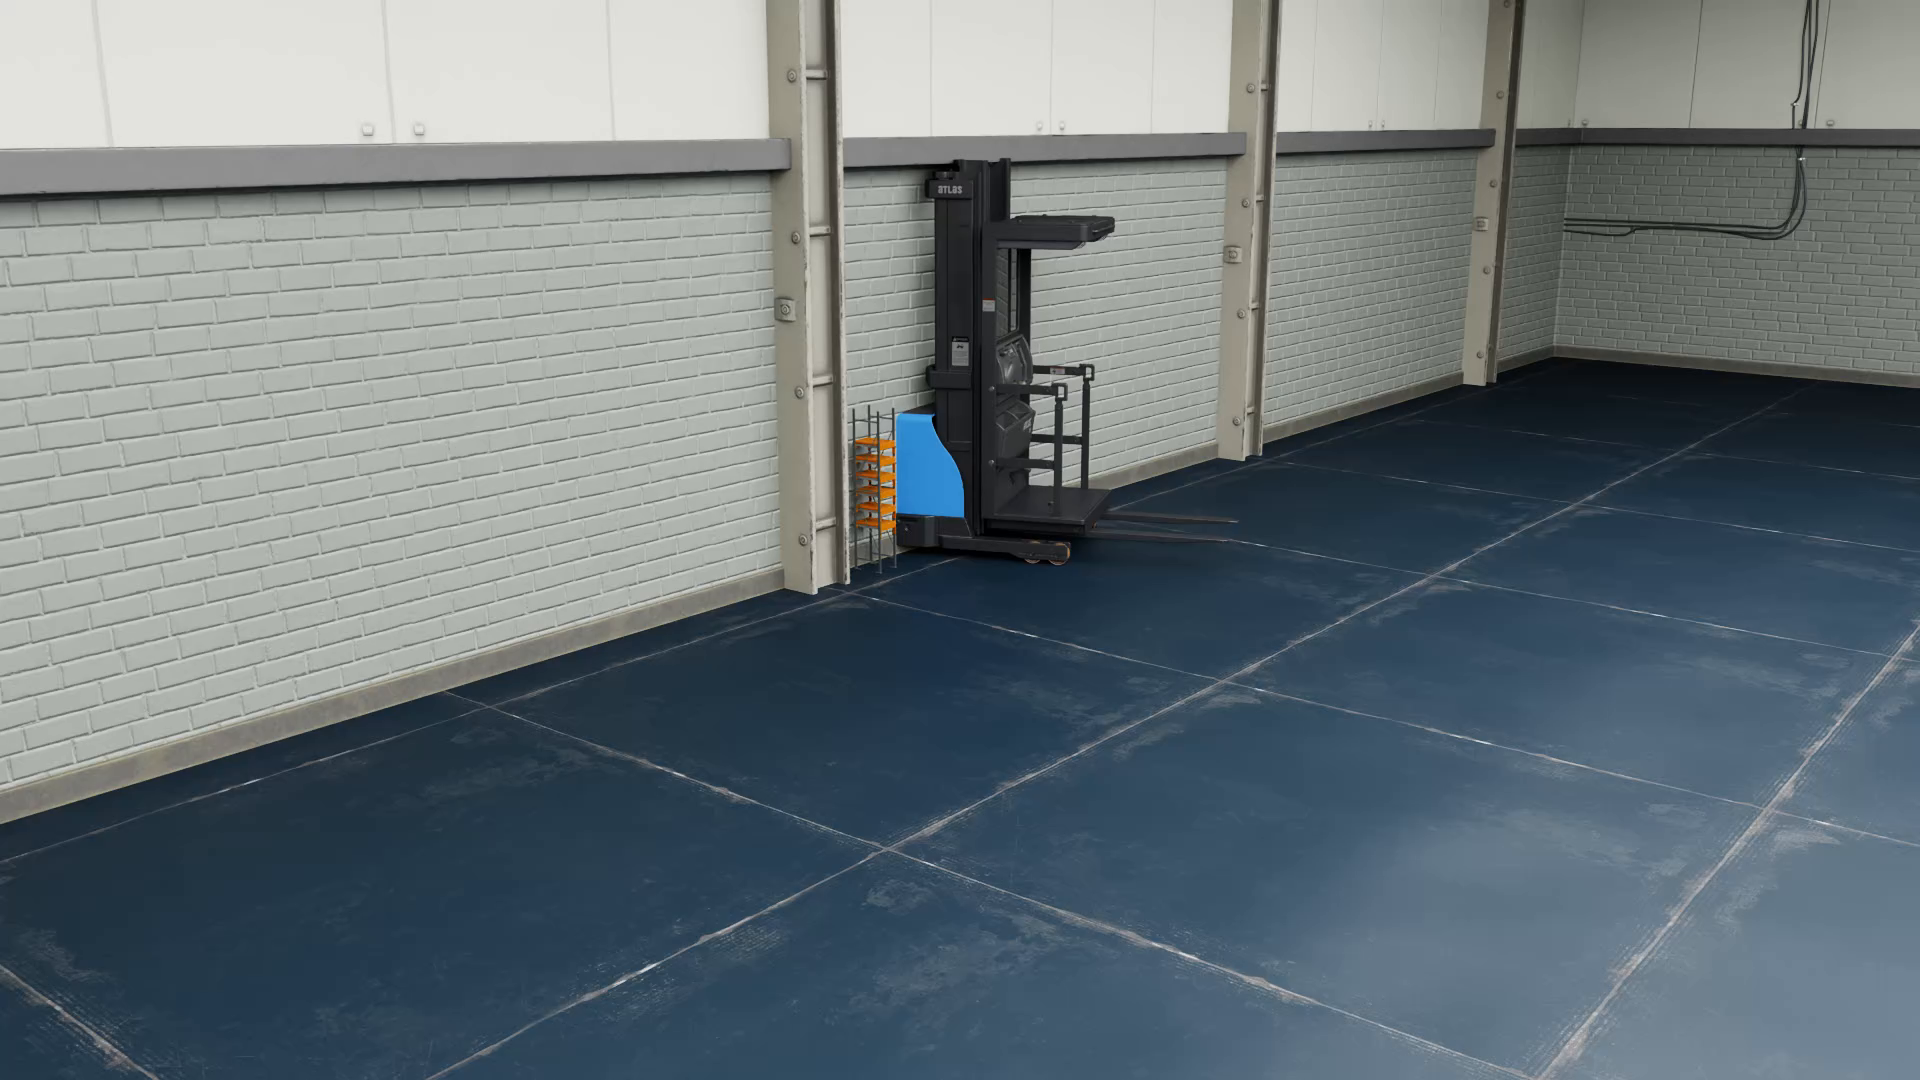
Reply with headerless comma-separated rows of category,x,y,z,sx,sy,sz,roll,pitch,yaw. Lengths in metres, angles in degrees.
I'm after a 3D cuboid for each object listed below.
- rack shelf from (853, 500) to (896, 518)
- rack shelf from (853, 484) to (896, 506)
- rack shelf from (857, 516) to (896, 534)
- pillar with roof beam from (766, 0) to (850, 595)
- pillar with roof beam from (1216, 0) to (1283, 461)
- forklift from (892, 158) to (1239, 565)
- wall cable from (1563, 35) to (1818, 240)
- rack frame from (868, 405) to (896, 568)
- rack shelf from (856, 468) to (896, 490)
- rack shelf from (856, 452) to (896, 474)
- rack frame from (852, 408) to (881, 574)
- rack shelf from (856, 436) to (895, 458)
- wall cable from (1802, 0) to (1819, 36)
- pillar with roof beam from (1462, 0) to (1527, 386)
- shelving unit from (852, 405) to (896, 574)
rack shelf,-0.624,-0.211,12.184,0.258,0.103,0.180,9,17,33
rack shelf,-0.624,-0.327,12.155,0.258,0.103,0.180,9,17,33
rack shelf,-0.624,-0.095,12.214,0.258,0.103,0.180,9,17,33
pillar with roof beam,2.322,-3.374,8.129,9.100,9.000,0.400,11,18,38
pillar with roof beam,6.093,-4.523,12.653,9.100,9.000,0.400,11,18,38
forklift,0.602,-1.378,12.596,3.031,2.935,1.130,4,15,15
wall cable,9.396,-5.193,21.596,3.097,2.526,0.112,11,18,38
rack frame,-0.573,-0.389,12.217,0.240,1.200,0.006,9,17,33
rack shelf,-0.624,-0.444,12.125,0.258,0.103,0.180,9,17,33
rack shelf,-0.624,-0.560,12.096,0.258,0.103,0.180,9,17,33
rack frame,-0.676,-0.352,12.071,0.240,1.200,0.006,9,17,33
rack shelf,-0.624,-0.676,12.066,0.258,0.103,0.180,9,17,33
wall cable,11.500,-7.222,19.326,3.097,2.526,0.112,11,18,38
pillar with roof beam,9.865,-5.673,17.176,9.100,9.000,0.400,11,18,38
shelving unit,-0.624,-0.370,12.144,0.258,1.200,0.189,9,17,33
